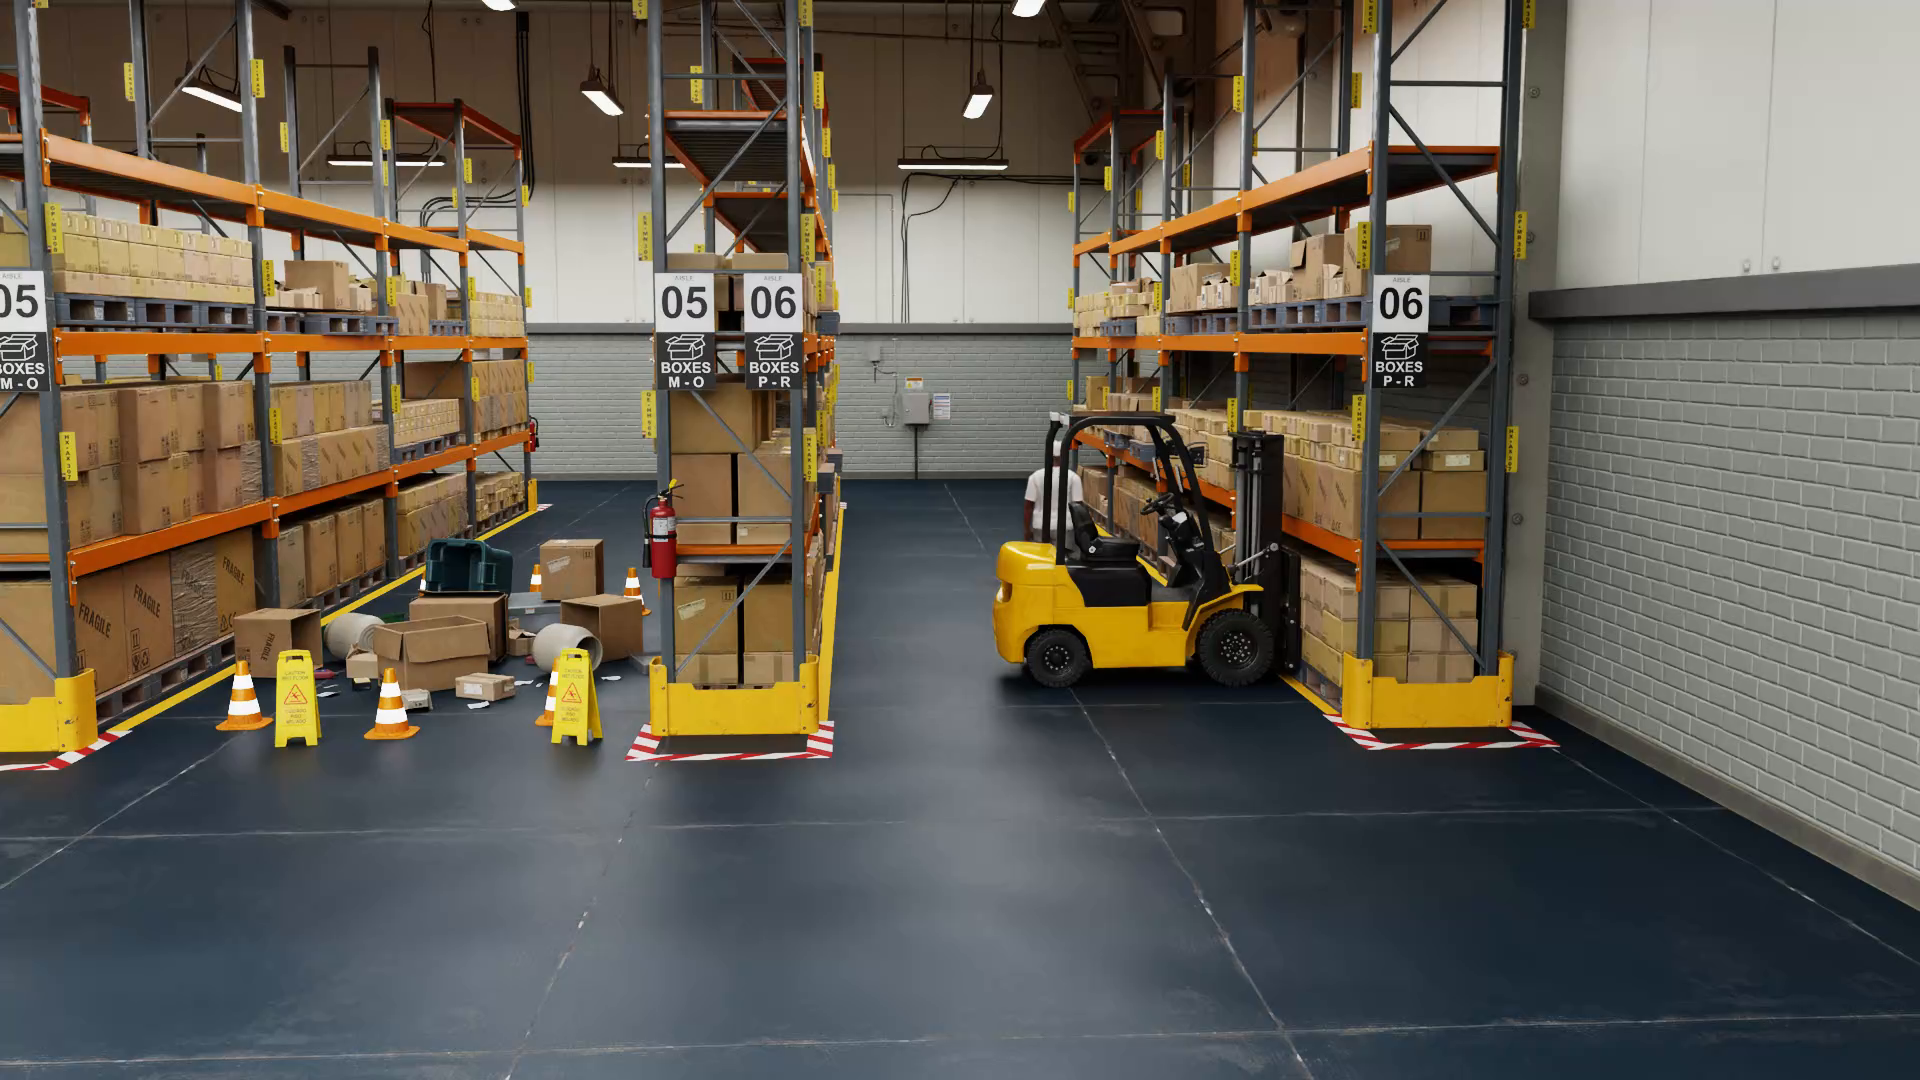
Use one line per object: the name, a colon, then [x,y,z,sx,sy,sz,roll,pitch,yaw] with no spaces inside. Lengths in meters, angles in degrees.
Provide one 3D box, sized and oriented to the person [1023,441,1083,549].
person: [0.902,-0.117,16.520,0.687,1.729,0.827,2,7,18]
